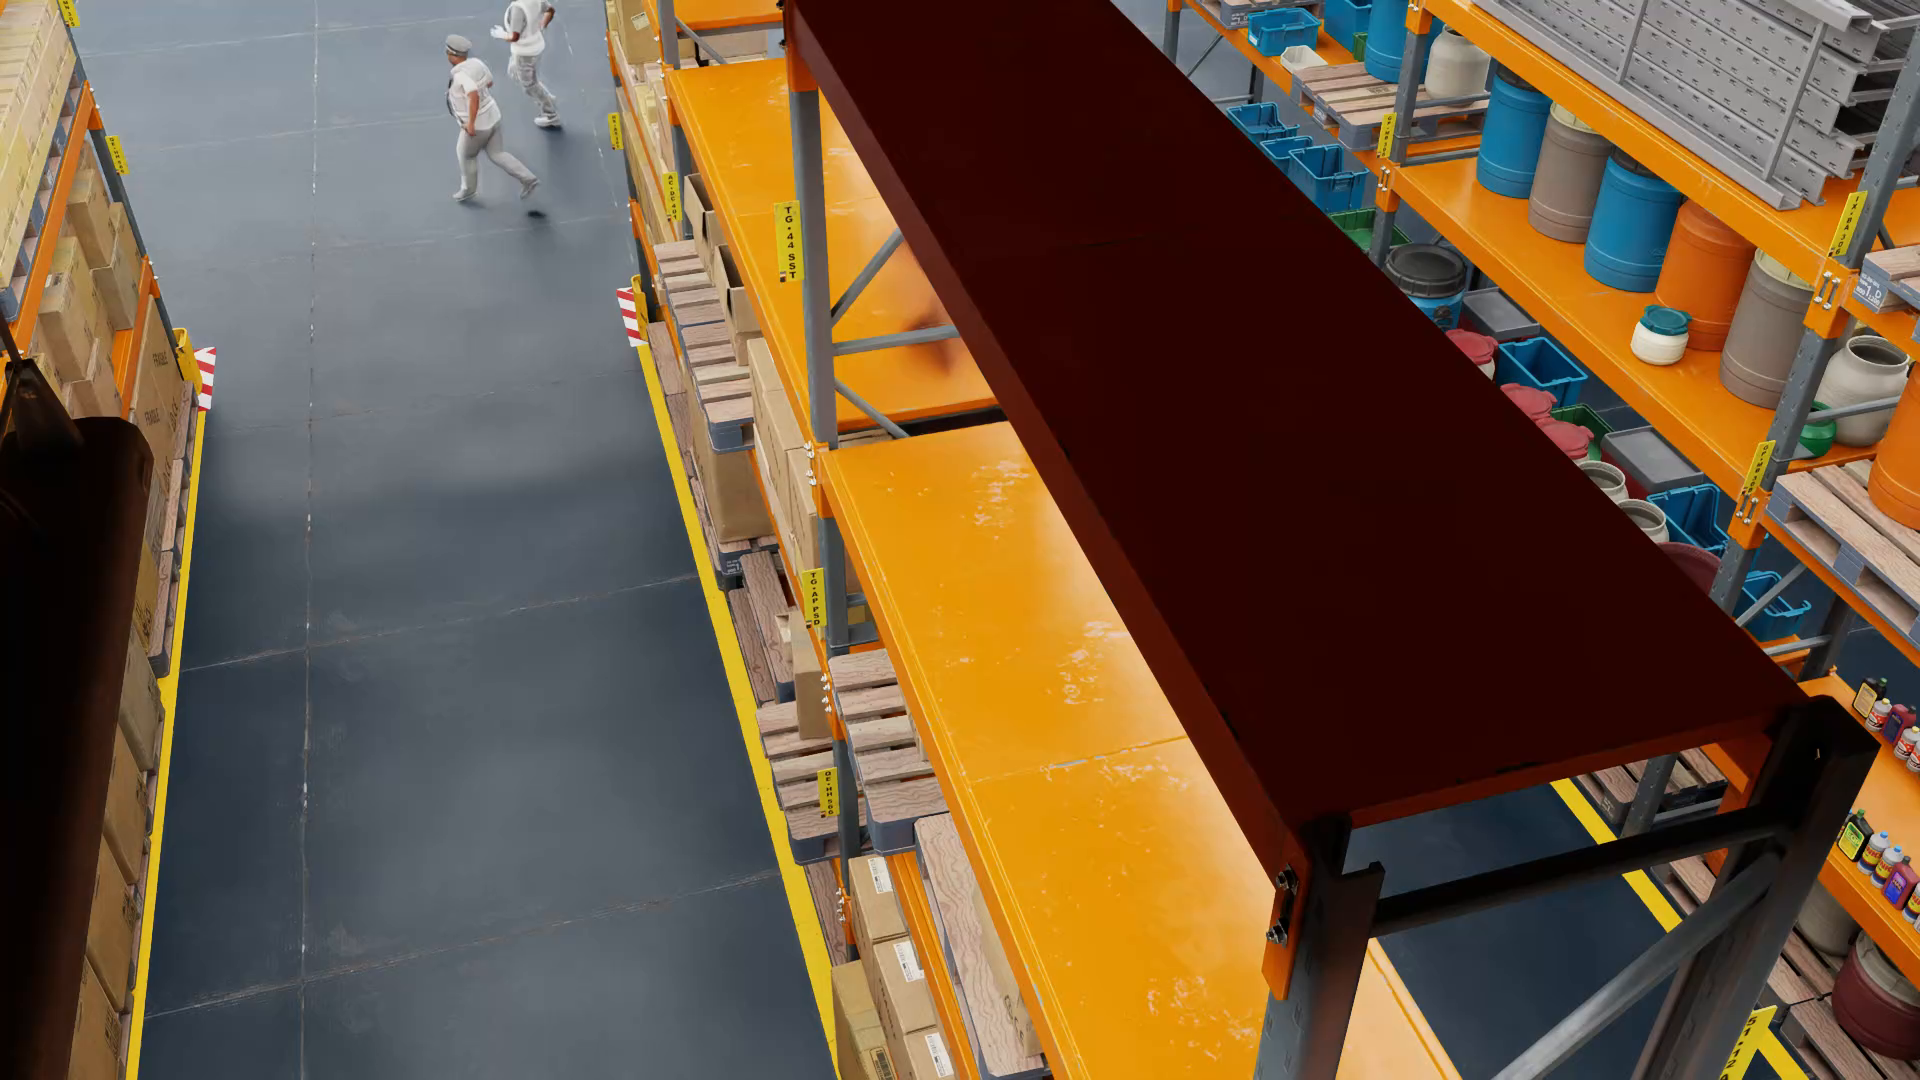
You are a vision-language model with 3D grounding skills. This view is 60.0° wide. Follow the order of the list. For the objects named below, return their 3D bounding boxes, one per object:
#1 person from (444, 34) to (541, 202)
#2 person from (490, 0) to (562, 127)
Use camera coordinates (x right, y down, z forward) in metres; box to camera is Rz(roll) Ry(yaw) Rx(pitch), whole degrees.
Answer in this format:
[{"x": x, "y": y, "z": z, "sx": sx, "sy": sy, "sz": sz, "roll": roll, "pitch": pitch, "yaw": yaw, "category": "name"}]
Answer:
[{"x": -4.791, "y": -4.170, "z": 16.673, "sx": 1.034, "sy": 1.795, "sz": 0.685, "roll": 10, "pitch": 39, "yaw": 12, "category": "person"}, {"x": -4.781, "y": -5.380, "z": 18.186, "sx": 0.625, "sy": 1.738, "sz": 0.665, "roll": 3, "pitch": 39, "yaw": 4, "category": "person"}]
